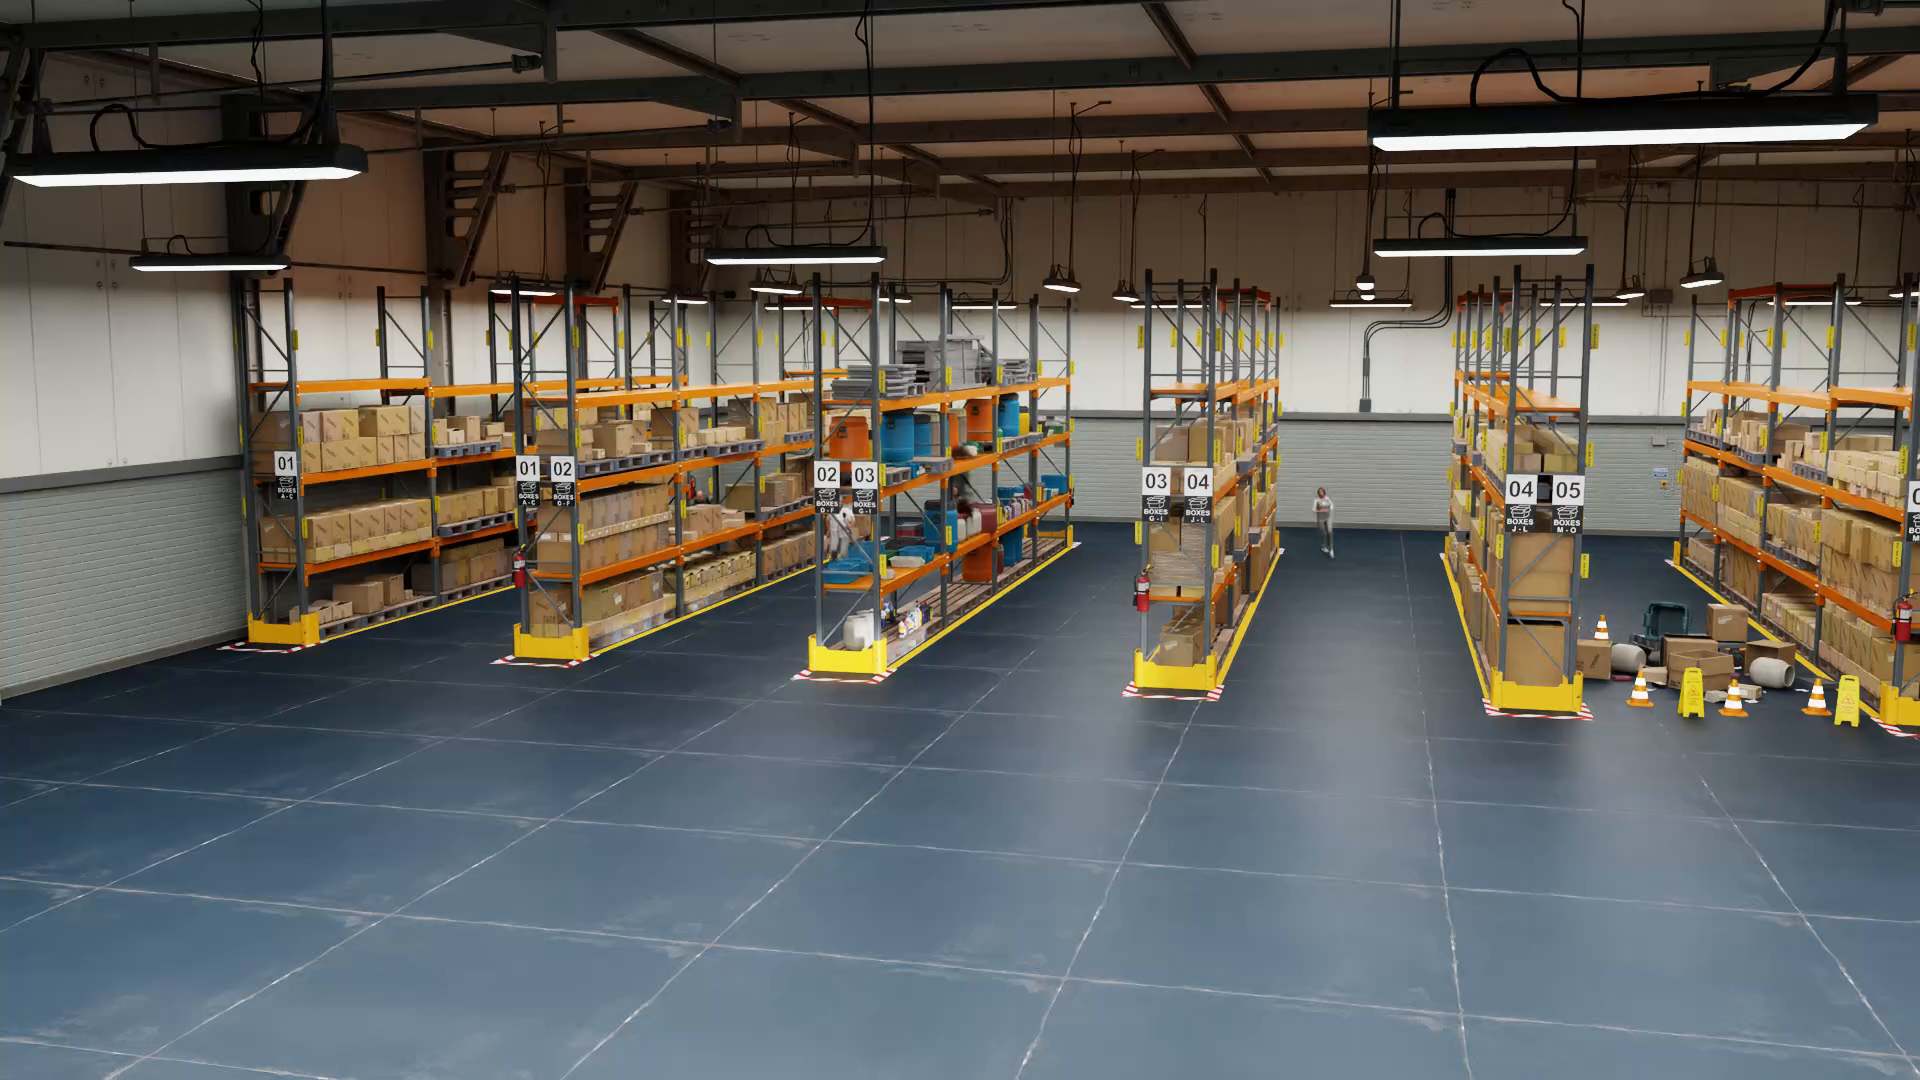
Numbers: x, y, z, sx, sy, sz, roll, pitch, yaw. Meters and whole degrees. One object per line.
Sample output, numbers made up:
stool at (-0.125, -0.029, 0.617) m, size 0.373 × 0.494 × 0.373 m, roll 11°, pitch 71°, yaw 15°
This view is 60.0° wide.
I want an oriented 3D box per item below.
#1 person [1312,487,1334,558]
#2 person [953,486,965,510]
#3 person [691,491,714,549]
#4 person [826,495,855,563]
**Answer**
person at (8.442, -0.434, 38.729) m, size 0.527 × 1.610 × 0.730 m, roll 0°, pitch 7°, yaw 3°
person at (-0.138, -0.443, 38.547) m, size 0.548 × 1.629 × 0.613 m, roll 2°, pitch 7°, yaw 18°
person at (-6.086, -0.480, 39.723) m, size 0.659 × 1.438 × 0.989 m, roll -1°, pitch 7°, yaw -4°
person at (-2.537, -0.096, 35.114) m, size 0.651 × 1.736 × 0.689 m, roll 1°, pitch 7°, yaw 6°
